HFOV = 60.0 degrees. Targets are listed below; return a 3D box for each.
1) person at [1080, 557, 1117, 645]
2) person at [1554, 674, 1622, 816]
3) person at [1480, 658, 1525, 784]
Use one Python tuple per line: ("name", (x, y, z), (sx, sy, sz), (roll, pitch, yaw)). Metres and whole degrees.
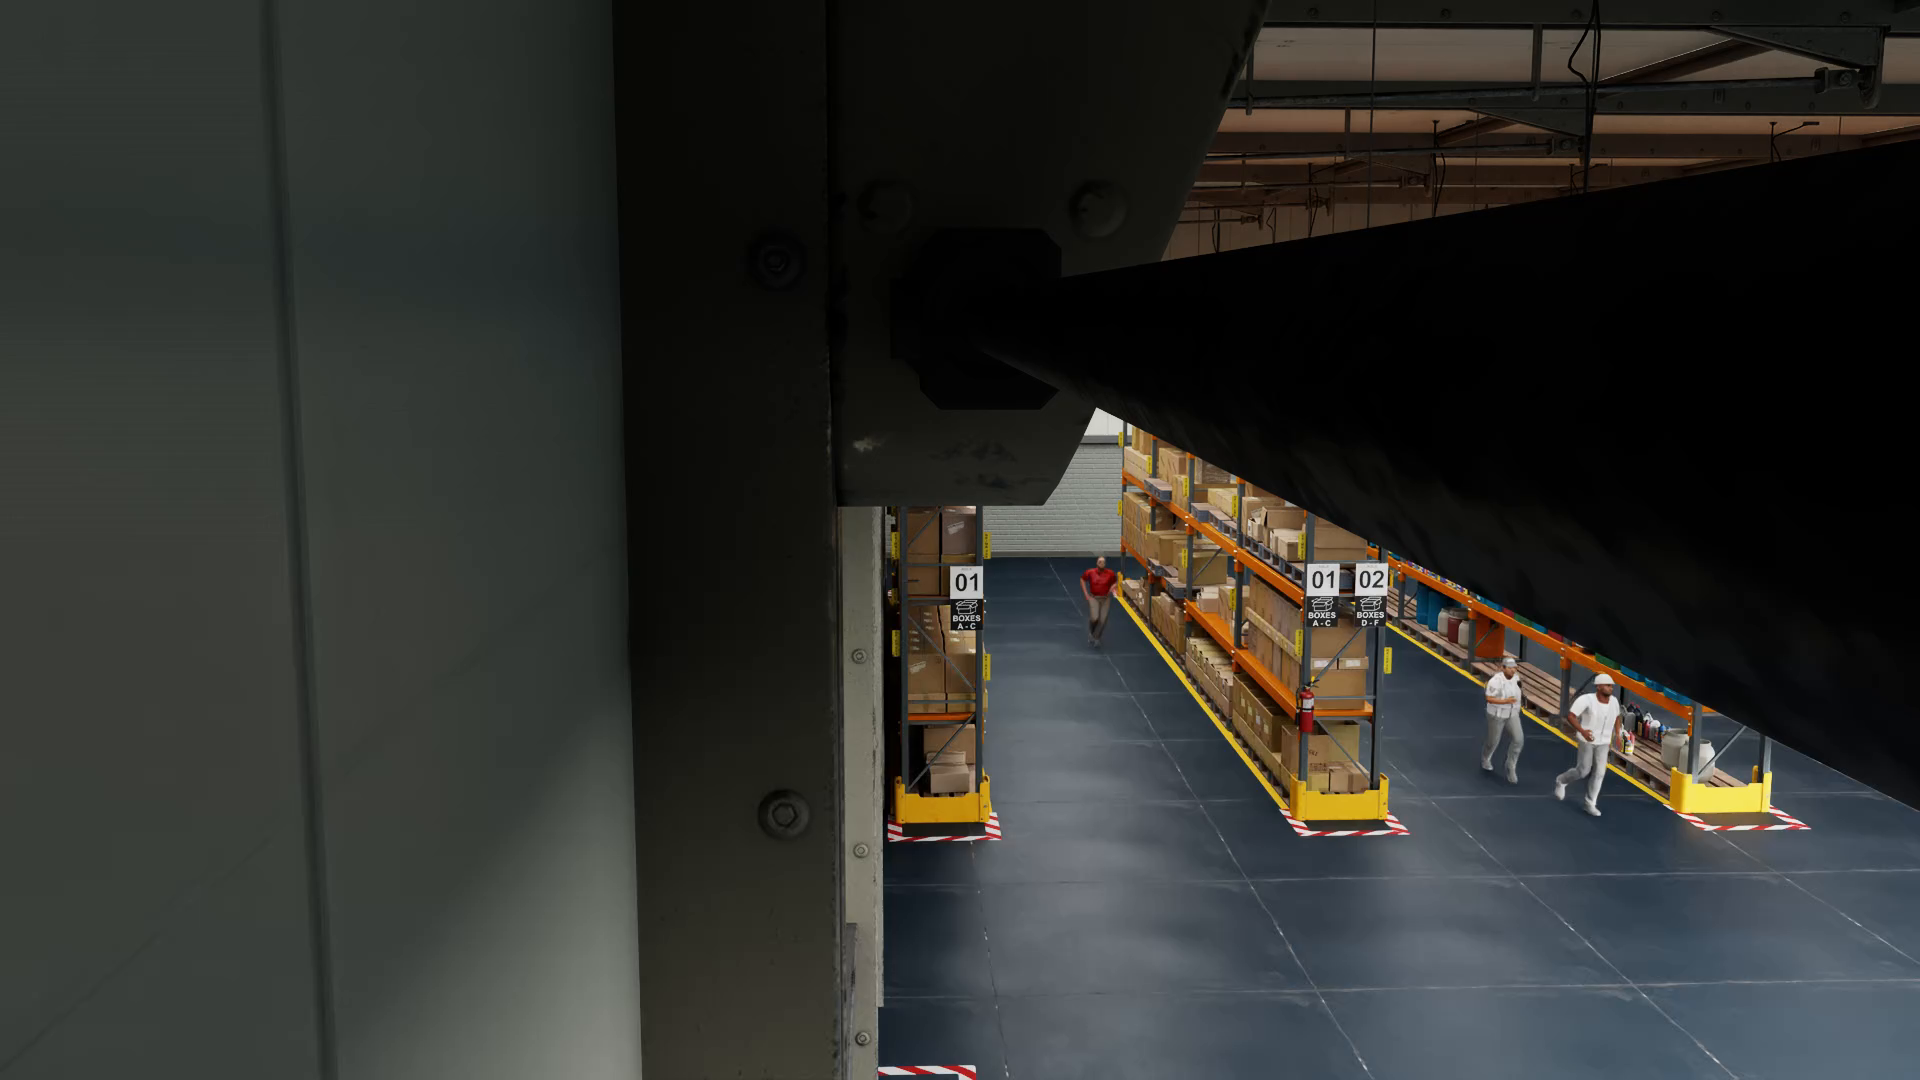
("person", (2.610, 1.144, 30.998), (0.662, 1.682, 0.617), (-1, 8, -6))
("person", (8.029, 2.534, 21.010), (0.758, 1.735, 0.802), (-2, 8, -12))
("person", (7.294, 2.389, 22.386), (0.626, 1.703, 0.828), (-2, 8, -14))
